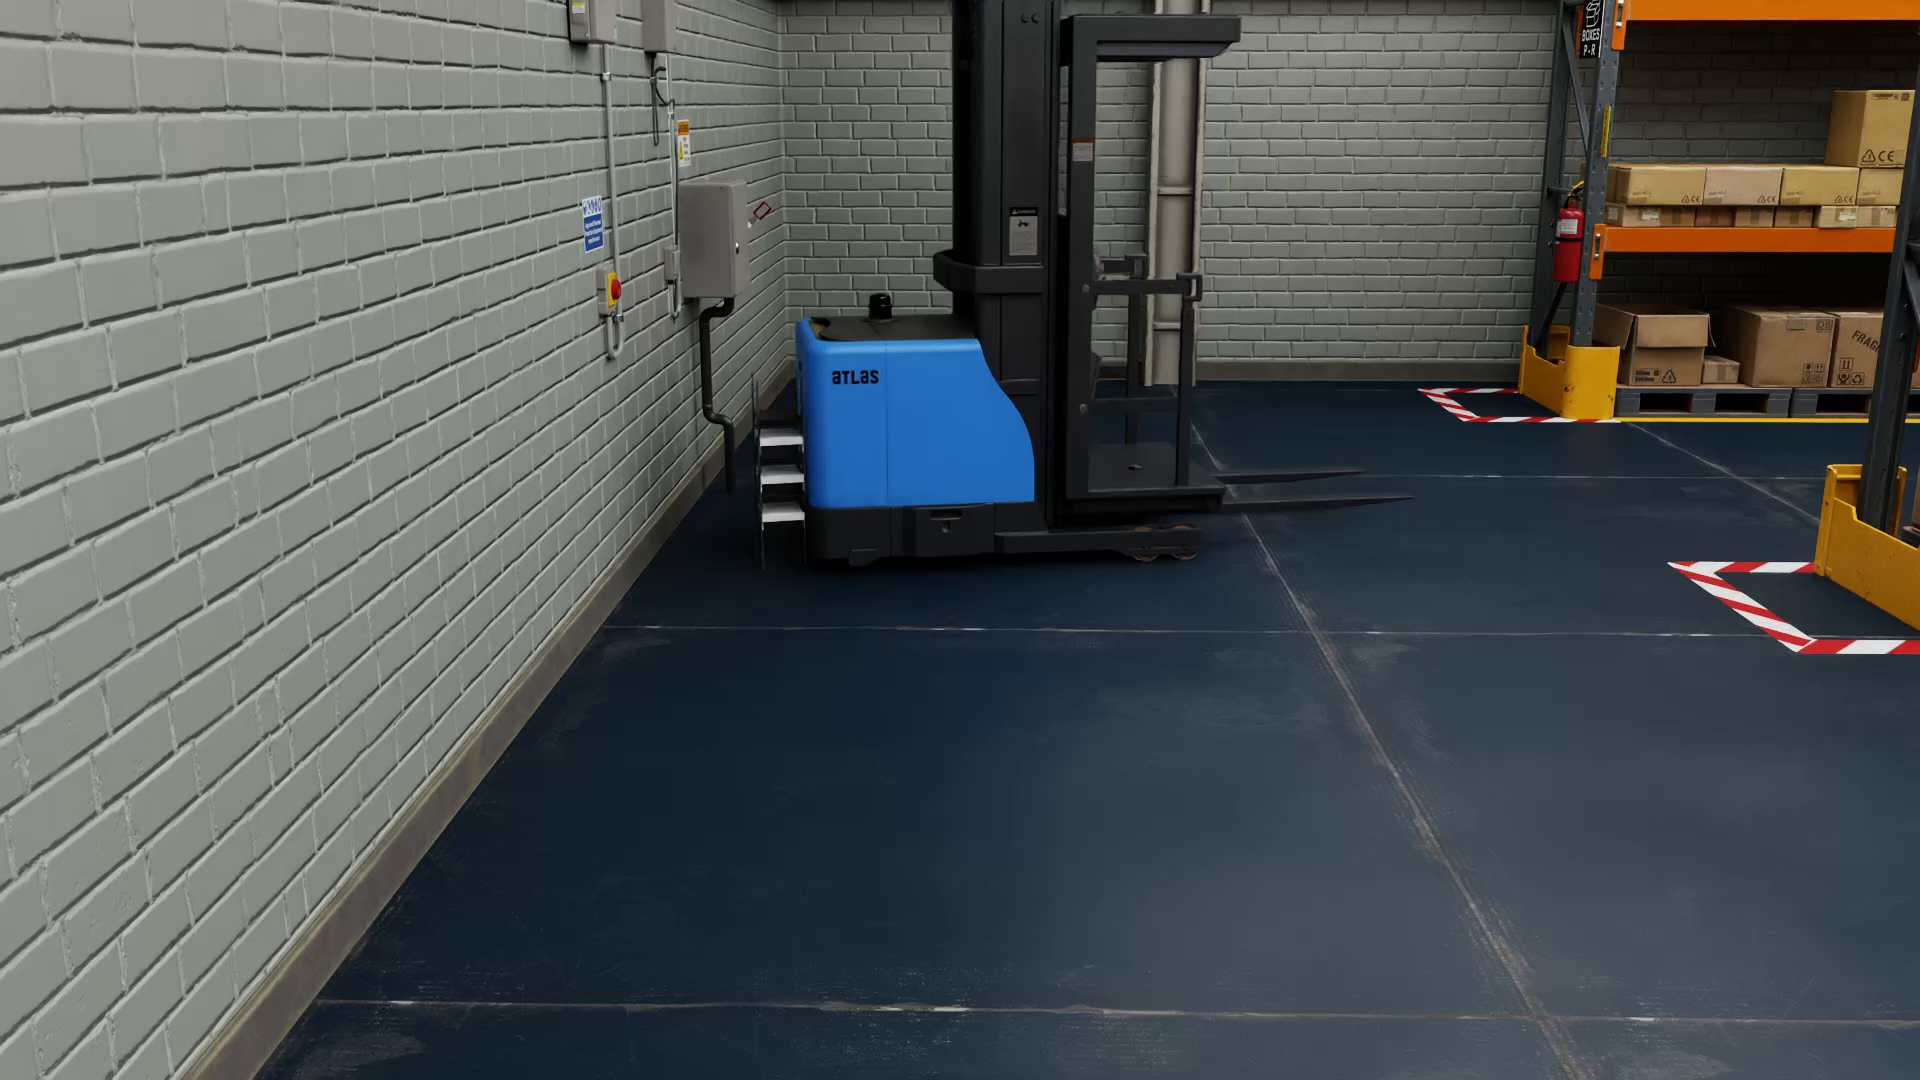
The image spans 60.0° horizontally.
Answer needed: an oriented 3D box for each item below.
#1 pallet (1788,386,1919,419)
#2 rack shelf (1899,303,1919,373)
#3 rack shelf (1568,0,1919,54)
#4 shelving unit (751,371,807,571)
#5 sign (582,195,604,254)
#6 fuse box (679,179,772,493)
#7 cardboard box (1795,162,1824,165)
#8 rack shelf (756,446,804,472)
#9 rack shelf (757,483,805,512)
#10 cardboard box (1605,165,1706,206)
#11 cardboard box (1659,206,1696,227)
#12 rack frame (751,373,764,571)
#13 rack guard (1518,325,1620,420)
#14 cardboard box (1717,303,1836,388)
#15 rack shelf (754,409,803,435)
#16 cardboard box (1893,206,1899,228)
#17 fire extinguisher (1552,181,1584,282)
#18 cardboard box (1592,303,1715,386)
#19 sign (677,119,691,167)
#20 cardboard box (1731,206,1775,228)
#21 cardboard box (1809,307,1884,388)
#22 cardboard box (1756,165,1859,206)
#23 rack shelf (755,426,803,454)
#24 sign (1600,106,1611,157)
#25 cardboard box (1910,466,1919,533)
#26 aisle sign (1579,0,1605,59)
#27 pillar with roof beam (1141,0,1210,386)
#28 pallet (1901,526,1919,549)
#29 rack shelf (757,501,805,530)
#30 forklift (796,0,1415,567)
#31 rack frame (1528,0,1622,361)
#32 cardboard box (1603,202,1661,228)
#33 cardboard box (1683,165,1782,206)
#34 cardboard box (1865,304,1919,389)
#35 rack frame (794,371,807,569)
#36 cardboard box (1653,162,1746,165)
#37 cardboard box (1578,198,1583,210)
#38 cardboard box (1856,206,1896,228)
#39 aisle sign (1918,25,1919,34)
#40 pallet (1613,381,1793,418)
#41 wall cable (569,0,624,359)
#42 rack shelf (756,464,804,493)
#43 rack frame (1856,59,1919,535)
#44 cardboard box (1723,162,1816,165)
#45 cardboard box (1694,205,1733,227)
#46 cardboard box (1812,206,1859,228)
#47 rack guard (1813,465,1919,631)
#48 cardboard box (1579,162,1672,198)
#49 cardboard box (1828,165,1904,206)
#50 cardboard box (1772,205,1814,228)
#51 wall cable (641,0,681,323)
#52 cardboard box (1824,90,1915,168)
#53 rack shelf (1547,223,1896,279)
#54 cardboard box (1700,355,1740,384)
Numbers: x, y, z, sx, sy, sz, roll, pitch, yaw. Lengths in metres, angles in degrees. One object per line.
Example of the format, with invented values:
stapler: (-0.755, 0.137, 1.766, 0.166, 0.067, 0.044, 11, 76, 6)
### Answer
pallet: (6.387, -1.069, 11.978, 1.213, 0.211, 1.003, 0, 15, 1)
rack shelf: (6.174, -0.805, 6.920, 4.000, 0.370, 1.077, 0, 15, 1)
rack shelf: (6.297, -3.521, 11.335, 4.000, 0.370, 1.077, 0, 15, 1)
shelving unit: (-0.849, -0.325, 7.807, 0.210, 0.900, 0.258, -3, 15, -13)
sign: (-1.525, -1.315, 6.915, 0.001, 0.218, 0.327, 0, 15, 1)
fuse box: (-1.263, -1.108, 9.186, 0.414, 1.711, 0.539, 0, 15, 1)
cardboard box: (6.297, -2.556, 11.858, 0.500, 0.250, 0.500, 0, 15, 1)
rack shelf: (-0.849, -0.380, 7.792, 0.200, 0.077, 0.258, -3, 15, -13)
rack shelf: (-0.849, -0.205, 7.838, 0.200, 0.077, 0.258, -3, 15, -13)
cardboard box: (4.744, -2.431, 11.385, 0.500, 0.250, 0.500, 0, 15, 2)
cardboard box: (4.875, -2.248, 11.473, 0.250, 0.149, 0.380, 1, 15, 3)
rack frame: (-0.948, -0.319, 7.785, 0.006, 0.900, 0.240, -3, 15, -13)
rack guard: (4.374, -1.222, 11.993, 0.348, 0.500, 1.175, 0, 15, 1)
cardboard box: (5.760, -1.382, 11.776, 0.500, 0.500, 0.700, 1, 15, 4)
rack shelf: (-0.849, -0.554, 7.746, 0.200, 0.077, 0.258, -3, 15, -13)
cardboard box: (6.429, -2.236, 11.428, 0.250, 0.149, 0.380, 0, 15, 1)
fire extinguisher: (4.139, -2.097, 11.290, 0.183, 0.674, 0.296, 0, 15, 1)
cardboard box: (4.907, -1.399, 11.834, 0.637, 0.503, 0.797, 0, 15, -1)
sign: (-1.472, -2.118, 8.868, 0.001, 0.242, 0.339, 0, 15, 1)
cardboard box: (5.389, -2.238, 11.435, 0.250, 0.149, 0.380, 1, 15, 3)
cardboard box: (6.286, -1.353, 11.666, 0.500, 0.500, 0.500, 1, 15, 2)
cardboard box: (5.755, -2.425, 11.364, 0.500, 0.250, 0.500, 0, 15, 0)
rack shelf: (-0.849, -0.467, 7.769, 0.200, 0.077, 0.258, -3, 15, -13)
sign: (4.284, -2.712, 11.041, 0.005, 0.325, 0.100, 0, 15, 1)
cardboard box: (4.837, -0.151, 7.231, 0.875, 0.438, 0.875, 0, 15, 0)
aisle sign: (4.222, -3.614, 11.062, 0.004, 0.787, 0.394, 0, 15, 1)
pillar with roof beam: (1.515, -4.482, 7.687, 0.400, 9.000, 9.100, 0, 15, 1)
pallet: (4.976, 0.168, 7.289, 1.213, 0.211, 1.003, 0, 15, 1)
rack shelf: (-0.849, -0.118, 7.861, 0.200, 0.077, 0.258, -3, 15, -13)
forklift: (0.722, -1.444, 8.067, 3.031, 2.935, 1.130, -2, 15, -8)
rack frame: (4.298, -2.431, 11.676, 0.127, 3.000, 1.000, 0, 15, 1)
cardboard box: (4.619, -2.238, 11.434, 0.250, 0.149, 0.380, 0, 15, 1)
cardboard box: (5.248, -2.428, 11.373, 0.500, 0.250, 0.500, 1, 15, 2)
cardboard box: (6.798, -1.375, 11.750, 0.500, 0.500, 0.700, 0, 15, -1)
rack frame: (-0.750, -0.331, 7.829, 0.006, 0.900, 0.240, -3, 15, -13)
cardboard box: (5.280, -2.564, 11.888, 0.500, 0.250, 0.500, 0, 15, 2)
cardboard box: (4.636, -2.376, 11.959, 0.250, 0.149, 0.380, 0, 15, 1)
cardboard box: (6.170, -2.220, 11.368, 0.250, 0.149, 0.380, 1, 15, 3)
aisle sign: (4.111, -2.502, 6.848, 0.004, 0.787, 0.394, 0, 15, 1)
pallet: (5.171, -1.077, 12.011, 1.213, 0.211, 1.003, 0, 15, 1)
wall cable: (-1.463, -1.703, 6.861, 0.123, 1.953, 0.585, 0, 15, 1)
rack shelf: (-0.849, -0.292, 7.815, 0.200, 0.077, 0.258, -3, 15, -13)
rack frame: (4.175, -1.166, 6.878, 0.127, 3.000, 1.000, 0, 15, 1)
cardboard box: (5.775, -2.559, 11.871, 0.500, 0.250, 0.500, 1, 15, 3)
cardboard box: (5.138, -2.255, 11.500, 0.250, 0.149, 0.380, 0, 15, 1)
cardboard box: (5.906, -2.217, 11.355, 0.250, 0.149, 0.380, 0, 15, 0)
rack guard: (4.151, 0.043, 7.197, 0.348, 0.500, 1.175, 0, 15, 1)
cardboard box: (4.764, -2.567, 11.902, 0.500, 0.250, 0.500, 1, 15, 3)
cardboard box: (6.267, -2.427, 11.372, 0.500, 0.250, 0.500, 0, 15, 0)
cardboard box: (5.655, -2.238, 11.433, 0.250, 0.149, 0.380, 1, 15, 2)
wall cable: (-1.438, -2.049, 8.236, 0.122, 1.984, 0.588, 0, 15, 1)
cardboard box: (6.244, -2.784, 11.253, 0.500, 0.500, 0.500, 1, 15, 3)
rack shelf: (6.297, -2.071, 11.718, 4.000, 0.370, 1.077, 0, 15, 1)
cardboard box: (5.330, -1.215, 11.831, 0.250, 0.149, 0.380, 0, 15, -1)
